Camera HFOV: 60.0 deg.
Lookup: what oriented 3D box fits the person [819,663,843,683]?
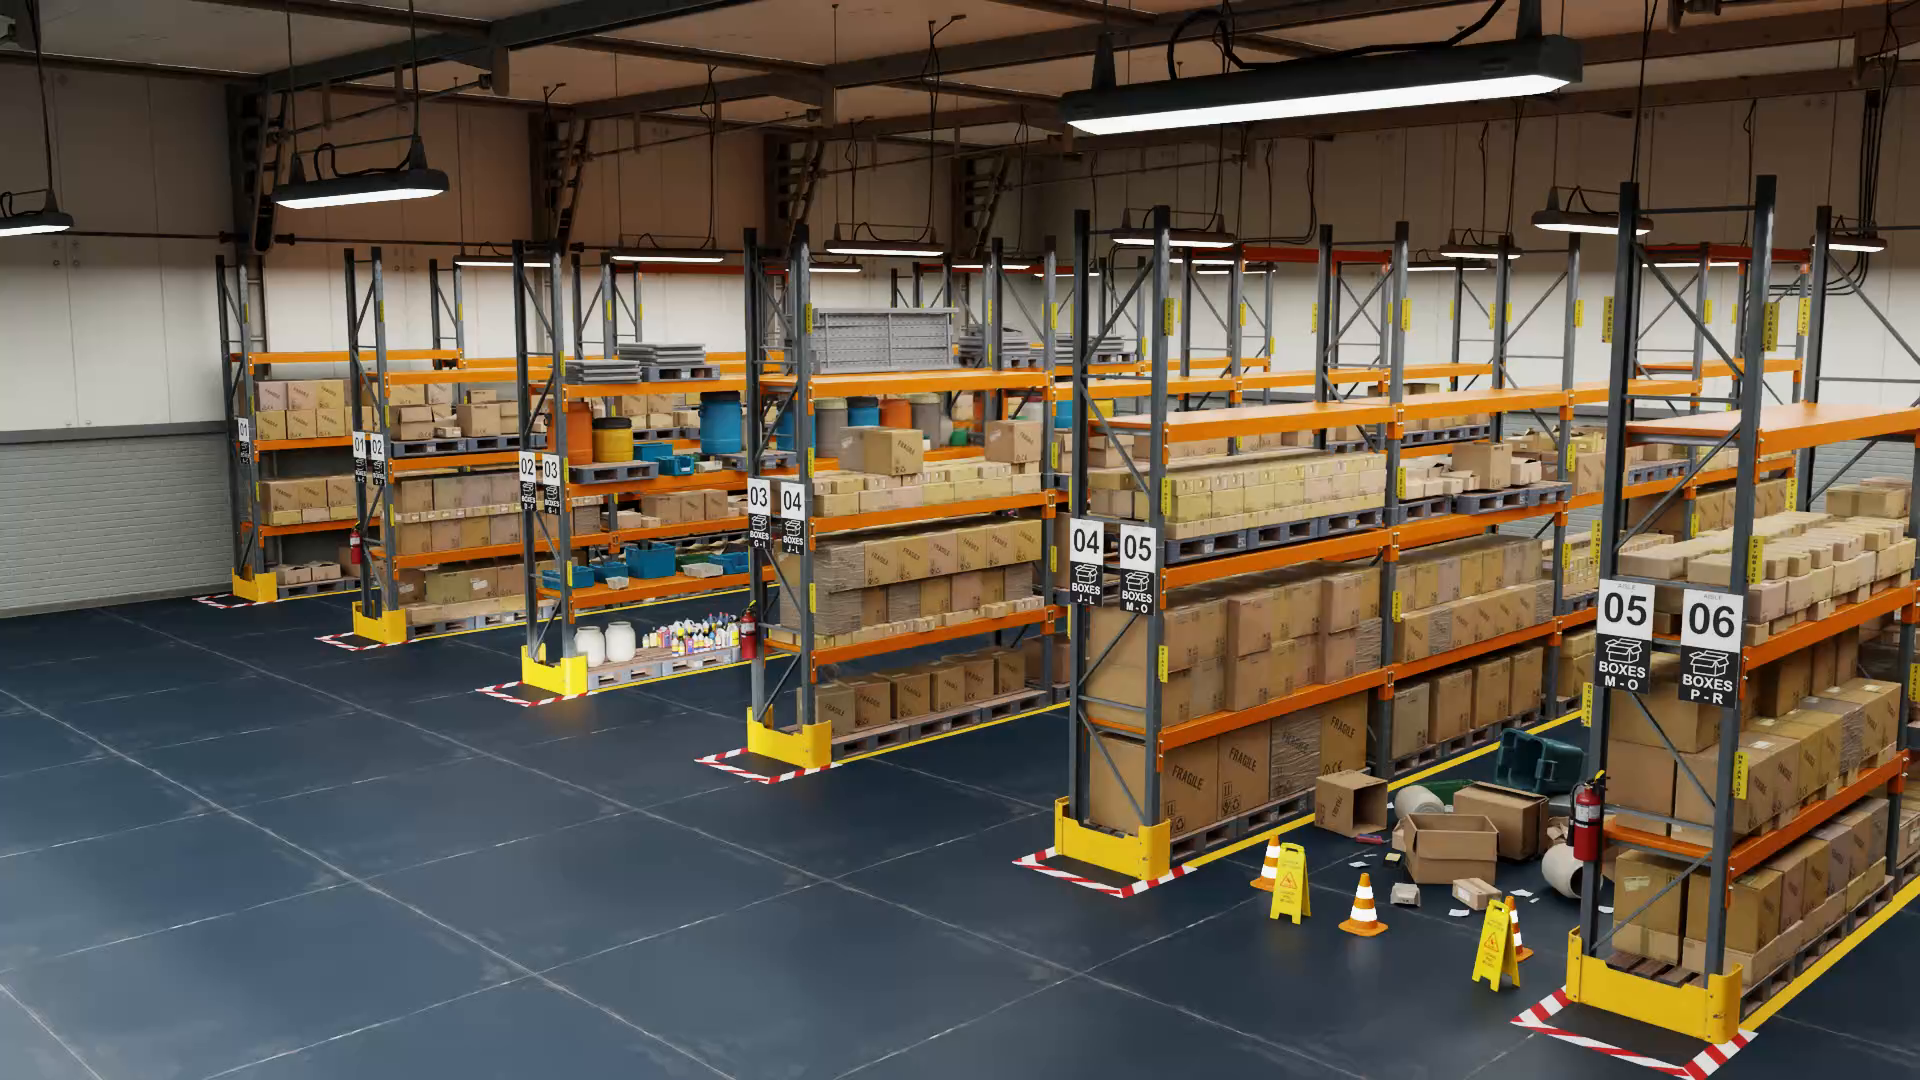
[{"bbox_3d":[-1.705,1.270,21.707,0.544,1.697,0.688,8,11,43],"label":"person"}]
